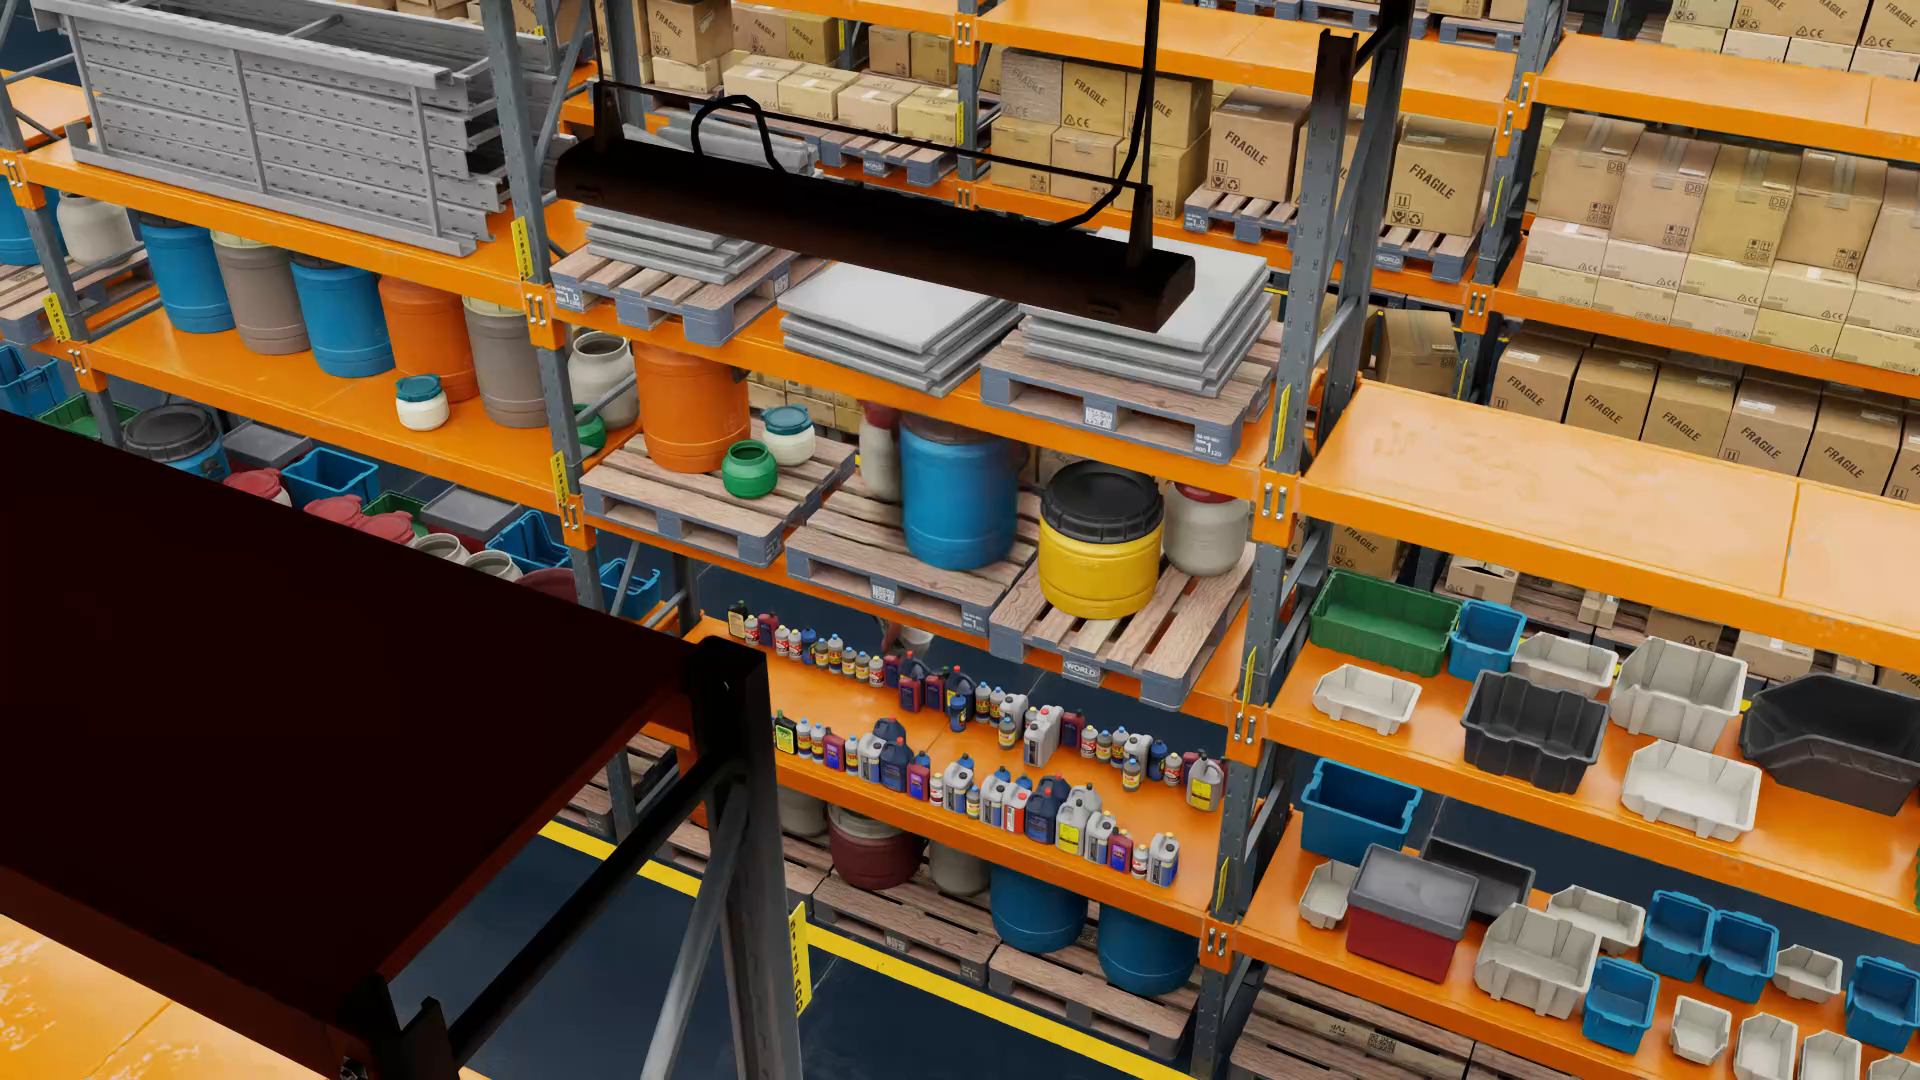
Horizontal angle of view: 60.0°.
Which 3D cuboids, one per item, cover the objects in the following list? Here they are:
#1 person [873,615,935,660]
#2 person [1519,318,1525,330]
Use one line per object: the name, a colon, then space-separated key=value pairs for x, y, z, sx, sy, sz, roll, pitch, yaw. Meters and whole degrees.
person: x=-0.290 y=0.615 z=11.503 sx=0.660 sy=1.742 sz=0.626 roll=11 pitch=36 yaw=15
person: x=5.179 y=-1.740 z=14.947 sx=0.432 sy=1.576 sz=0.495 roll=-27 pitch=43 yaw=-33
